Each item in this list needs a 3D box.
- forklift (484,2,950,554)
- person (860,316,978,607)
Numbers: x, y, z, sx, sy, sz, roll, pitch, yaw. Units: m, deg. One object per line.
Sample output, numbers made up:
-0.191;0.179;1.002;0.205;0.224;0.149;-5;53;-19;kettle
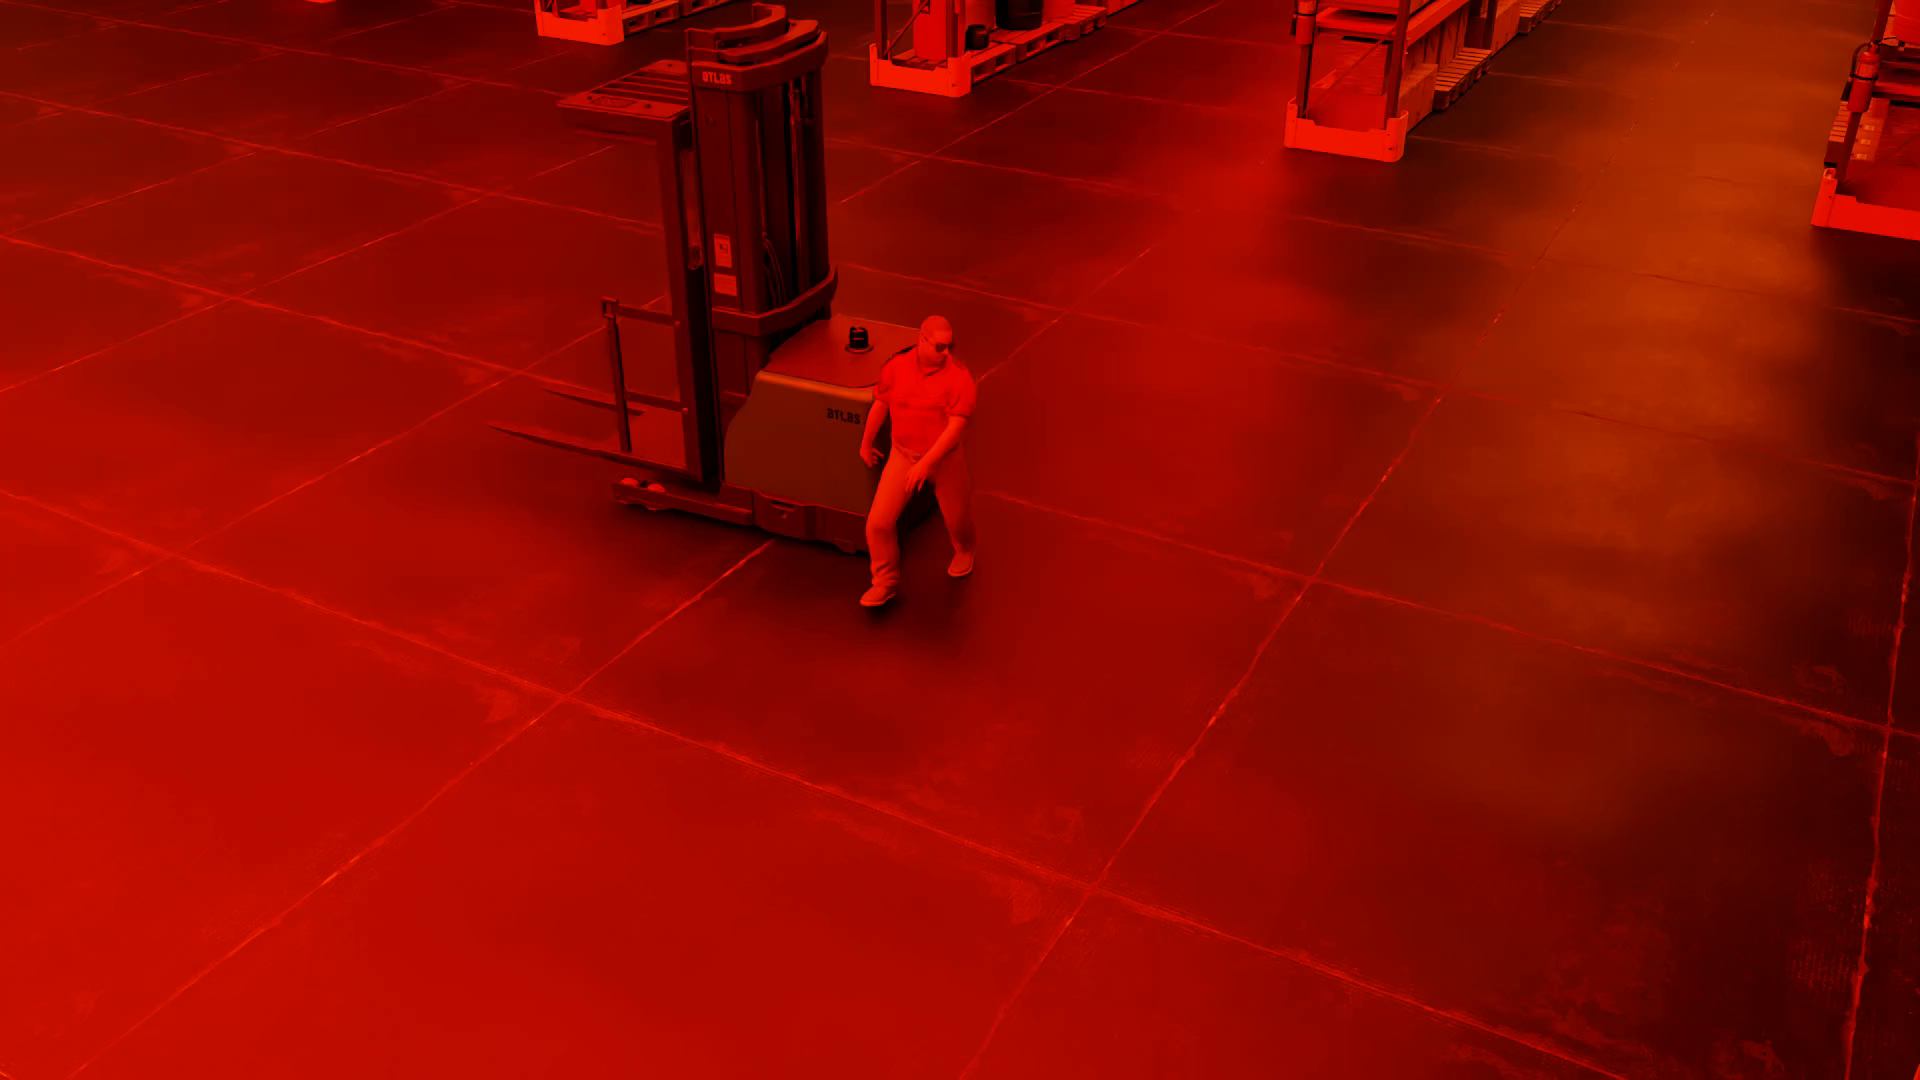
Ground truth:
-1.604;-1.674;9.971;3.031;2.935;1.130;13;32;21;forklift
-0.247;-0.447;9.144;0.699;1.645;0.843;6;31;11;person
